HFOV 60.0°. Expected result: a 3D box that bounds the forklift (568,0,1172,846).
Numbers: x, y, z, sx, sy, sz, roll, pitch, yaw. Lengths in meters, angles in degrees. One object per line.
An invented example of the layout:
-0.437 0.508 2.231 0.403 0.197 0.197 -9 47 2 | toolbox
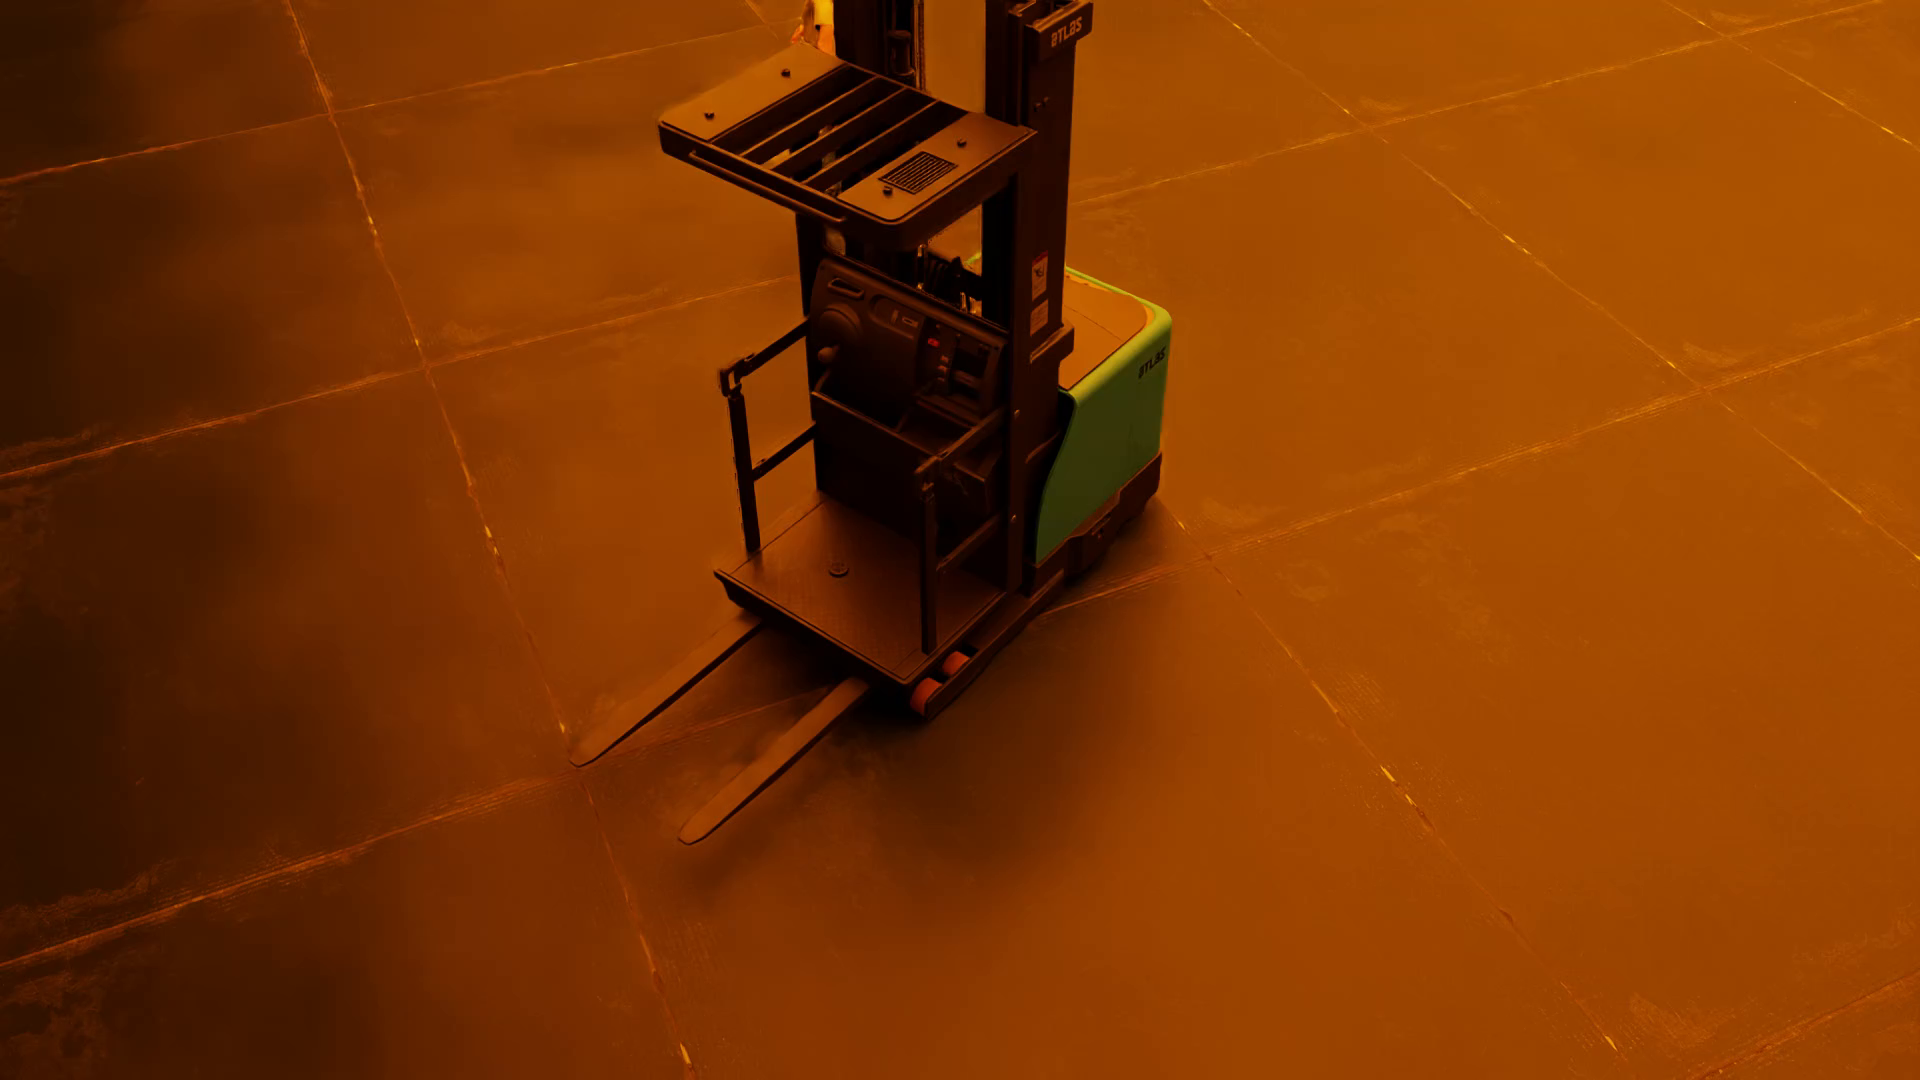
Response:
-0.351 -0.709 6.440 1.130 2.935 3.031 28 50 27 | forklift

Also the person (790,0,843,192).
-0.732 -2.653 9.530 0.545 1.668 0.722 -28 50 -27 | person
